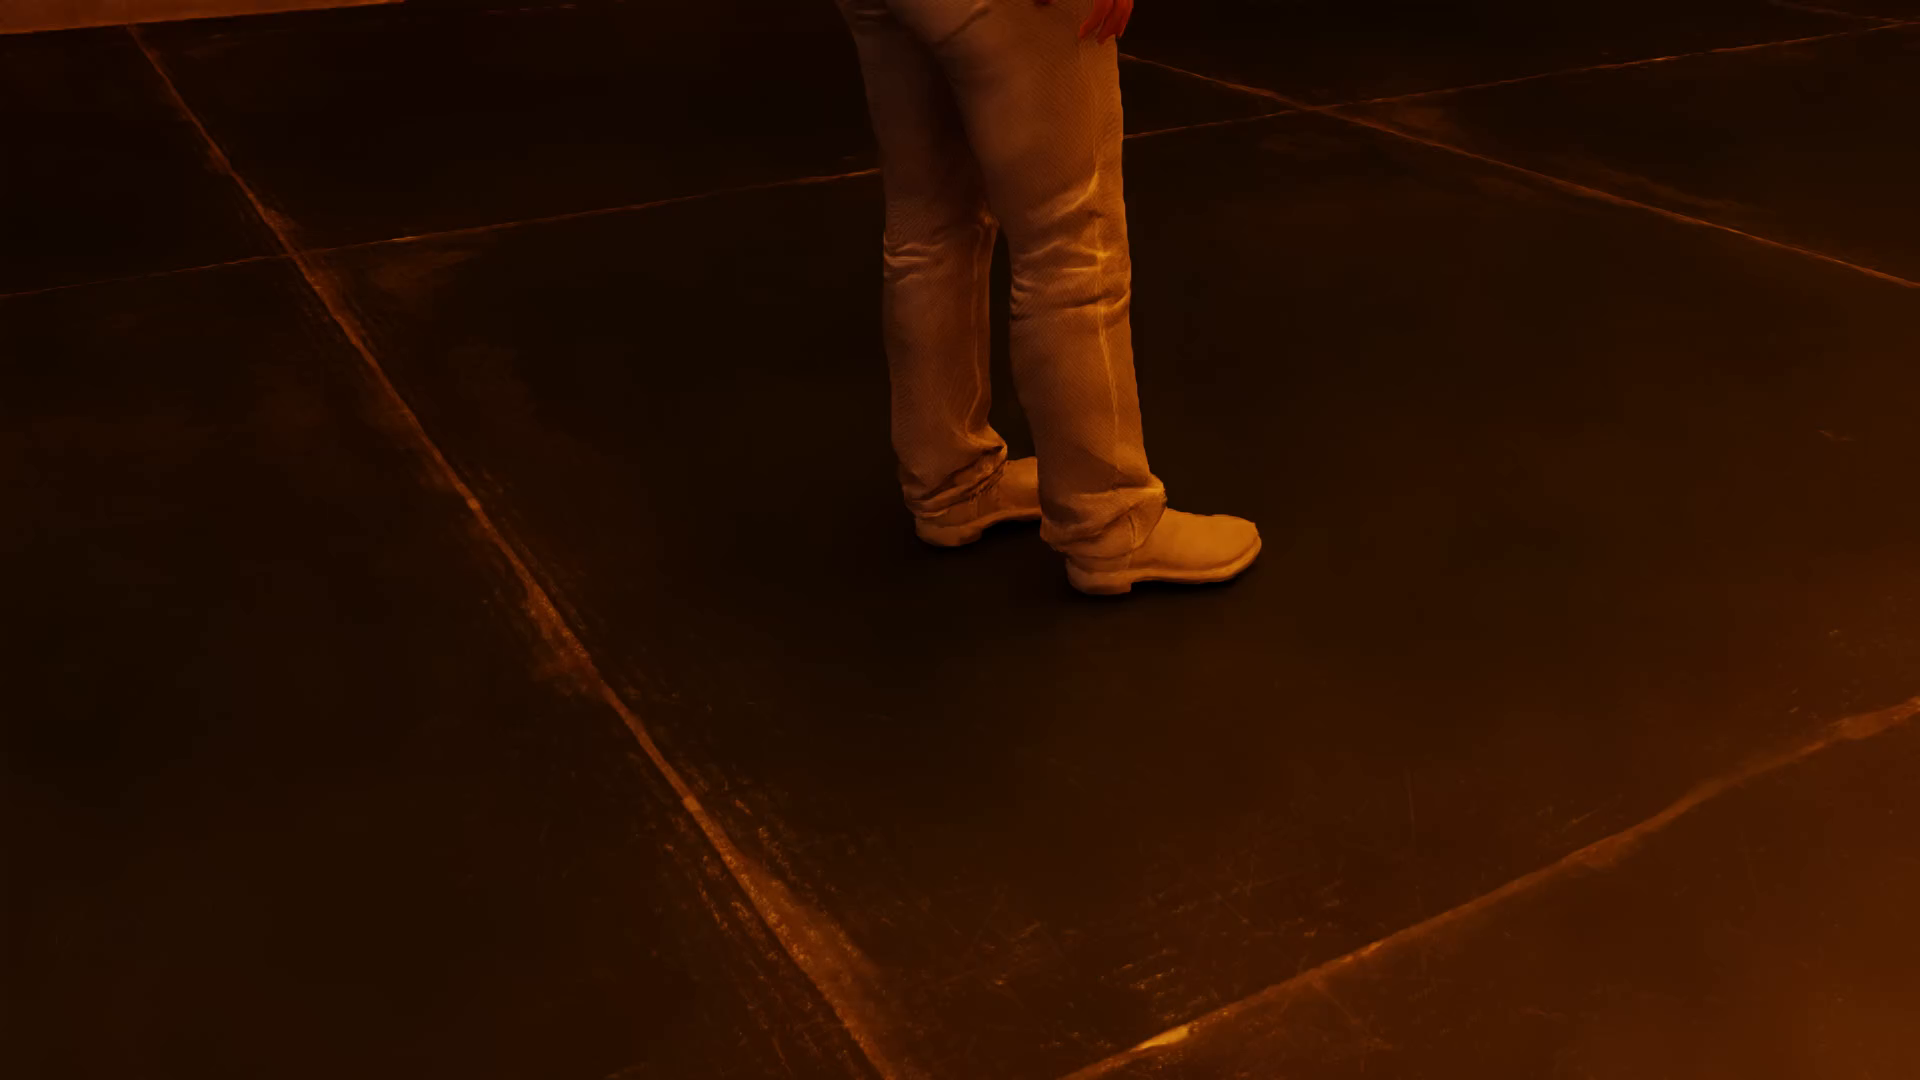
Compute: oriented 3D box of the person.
[{"bbox_3d":[0.058,-0.809,2.117,0.567,1.773,0.632,-15,30,-26],"label":"person"}]
